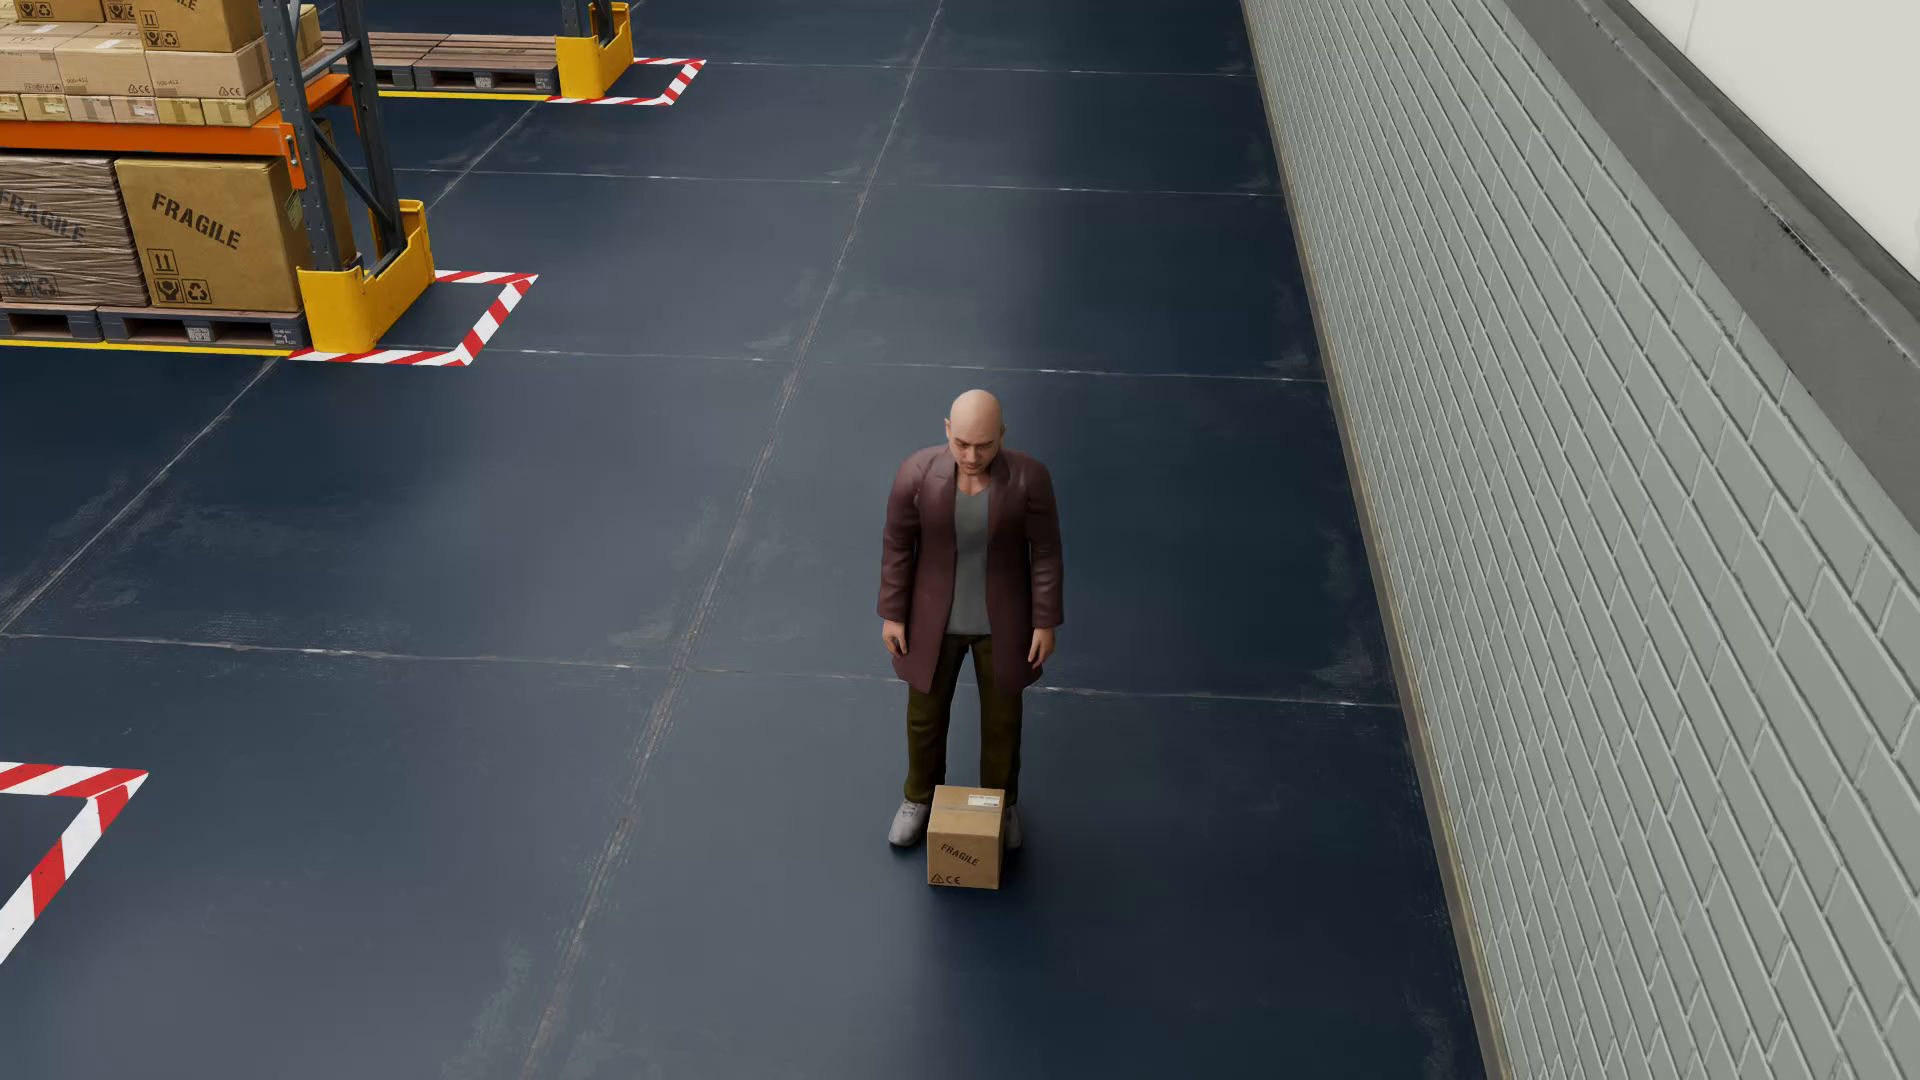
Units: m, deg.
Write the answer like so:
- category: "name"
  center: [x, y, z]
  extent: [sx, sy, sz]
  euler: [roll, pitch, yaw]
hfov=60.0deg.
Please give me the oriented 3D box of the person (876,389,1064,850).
- category: "person"
  center: [0.032, 0.273, 5.705]
  extent: [0.644, 1.774, 0.426]
  euler: [3, 32, 4]
